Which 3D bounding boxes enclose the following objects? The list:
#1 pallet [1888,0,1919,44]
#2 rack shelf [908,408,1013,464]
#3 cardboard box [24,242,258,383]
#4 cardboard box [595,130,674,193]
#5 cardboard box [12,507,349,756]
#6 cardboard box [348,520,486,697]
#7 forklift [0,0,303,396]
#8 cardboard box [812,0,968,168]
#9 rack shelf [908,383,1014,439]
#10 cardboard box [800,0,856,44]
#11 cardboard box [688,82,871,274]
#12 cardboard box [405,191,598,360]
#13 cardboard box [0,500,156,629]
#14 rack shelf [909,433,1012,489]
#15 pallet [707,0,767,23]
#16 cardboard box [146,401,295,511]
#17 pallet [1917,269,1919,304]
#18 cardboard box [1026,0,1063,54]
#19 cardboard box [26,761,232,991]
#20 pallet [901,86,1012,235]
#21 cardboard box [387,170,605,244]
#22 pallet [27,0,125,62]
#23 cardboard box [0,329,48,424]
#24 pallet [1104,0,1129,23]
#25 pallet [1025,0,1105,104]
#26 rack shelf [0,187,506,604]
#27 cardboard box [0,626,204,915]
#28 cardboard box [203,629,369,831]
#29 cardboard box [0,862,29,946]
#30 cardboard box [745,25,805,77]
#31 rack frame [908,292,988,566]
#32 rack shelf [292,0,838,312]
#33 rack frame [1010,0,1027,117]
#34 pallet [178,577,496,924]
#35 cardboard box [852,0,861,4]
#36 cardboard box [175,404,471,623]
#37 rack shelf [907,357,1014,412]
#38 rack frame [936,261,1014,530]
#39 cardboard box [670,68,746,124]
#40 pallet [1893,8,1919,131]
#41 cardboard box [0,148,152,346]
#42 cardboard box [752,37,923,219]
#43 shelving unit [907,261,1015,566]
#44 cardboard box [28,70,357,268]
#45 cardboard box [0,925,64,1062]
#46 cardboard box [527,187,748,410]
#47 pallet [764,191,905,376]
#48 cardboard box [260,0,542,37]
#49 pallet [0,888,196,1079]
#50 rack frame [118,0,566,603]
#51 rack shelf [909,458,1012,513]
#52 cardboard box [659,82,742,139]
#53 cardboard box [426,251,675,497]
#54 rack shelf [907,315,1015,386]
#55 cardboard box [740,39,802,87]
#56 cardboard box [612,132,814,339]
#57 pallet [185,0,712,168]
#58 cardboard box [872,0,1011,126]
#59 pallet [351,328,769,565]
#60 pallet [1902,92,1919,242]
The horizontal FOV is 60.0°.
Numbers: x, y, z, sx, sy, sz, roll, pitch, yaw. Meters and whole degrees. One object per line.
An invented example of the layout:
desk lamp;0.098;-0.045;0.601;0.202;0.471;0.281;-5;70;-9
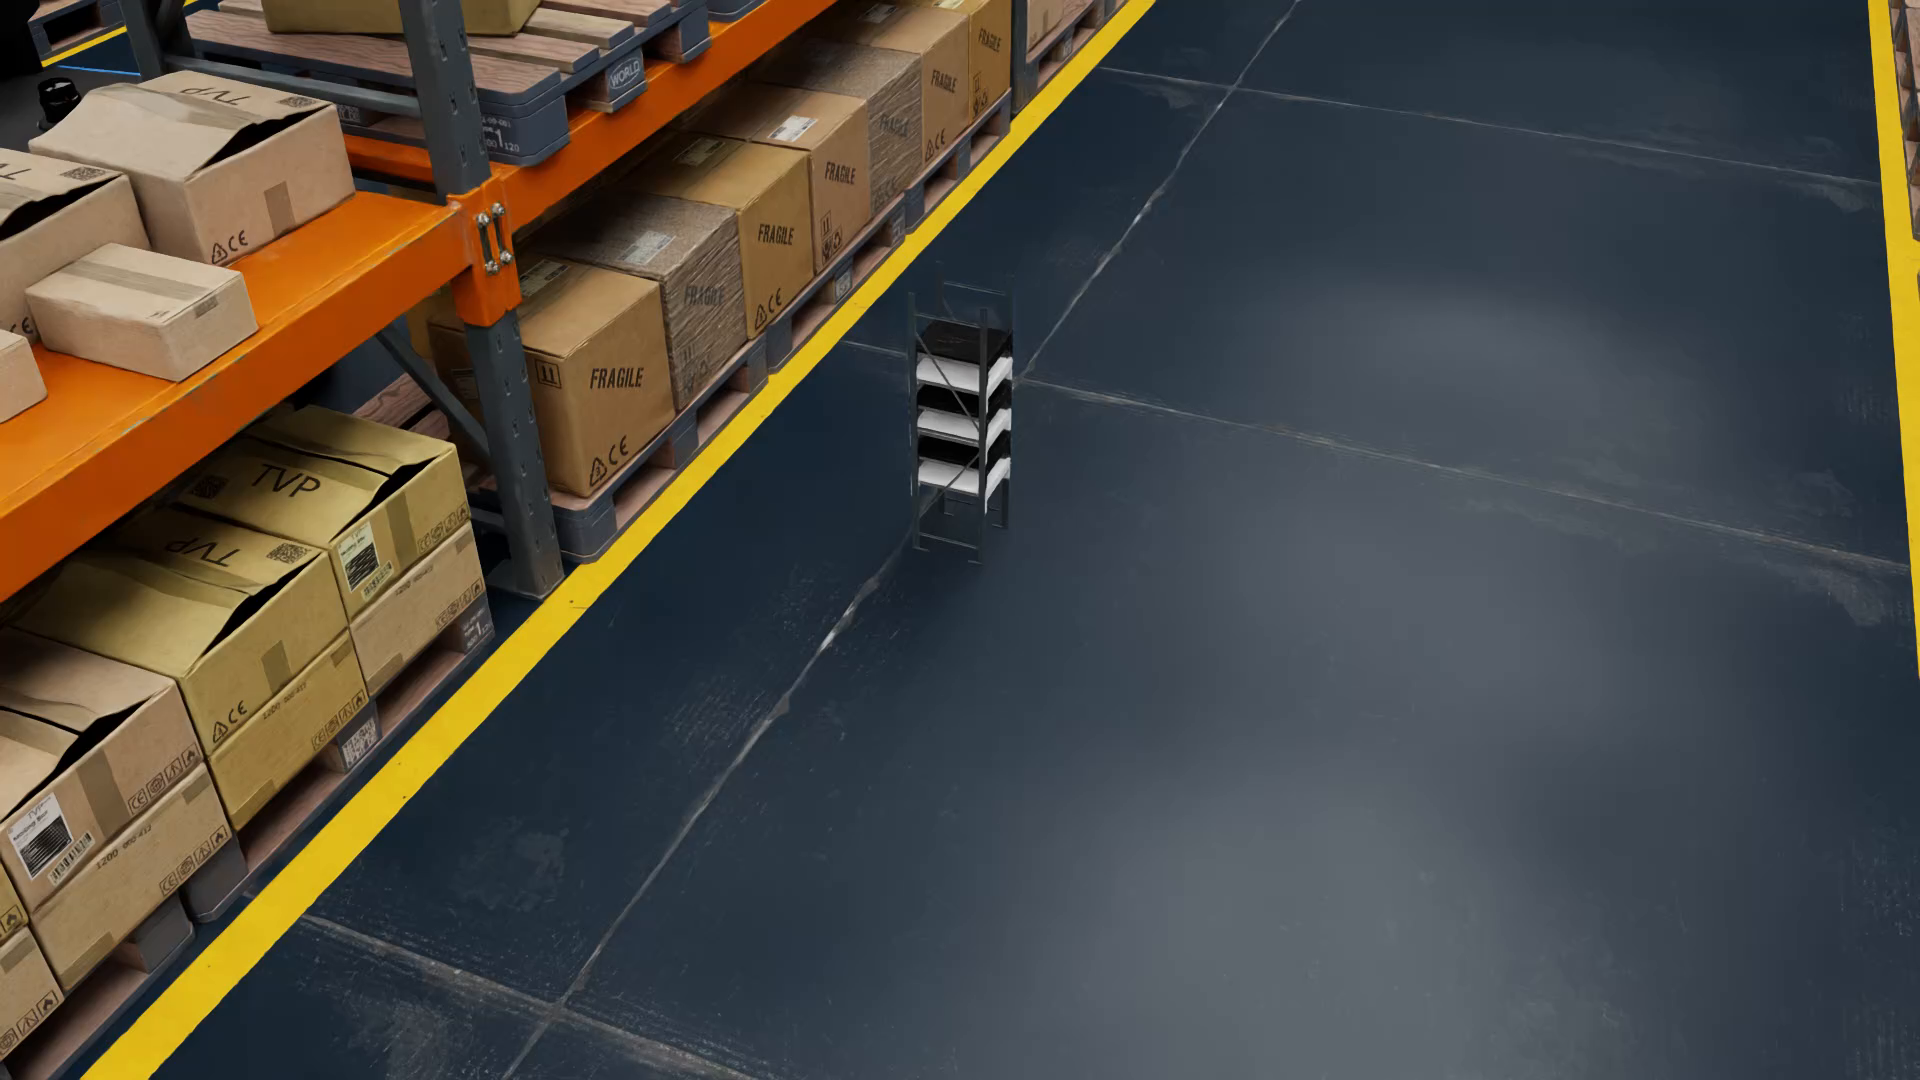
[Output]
pallet;5.582;-2.895;8.947;1.003;0.211;1.213;14;39;18
rack shelf;0.003;-0.338;5.007;0.258;0.077;0.200;14;39;18
cardboard box;-1.779;-0.500;3.623;0.380;0.149;0.250;14;39;18
cardboard box;-1.356;-1.194;6.062;0.500;0.500;0.500;12;39;16
cardboard box;-1.855;0.183;3.978;0.500;0.311;0.500;13;39;17
cardboard box;-1.667;0.119;4.532;0.500;0.250;0.500;15;39;19
forklift;-3.838;-1.741;5.131;3.031;2.935;1.130;8;38;11
cardboard box;-0.289;-1.941;7.061;0.500;0.500;0.500;14;39;18
rack shelf;0.003;-0.410;4.953;0.258;0.077;0.200;14;39;18
cardboard box;-0.772;-2.041;7.195;0.500;0.500;0.500;14;39;18
cardboard box;-0.671;-1.381;6.312;0.500;0.500;0.500;13;39;16
cardboard box;-1.553;-0.907;5.679;0.500;0.500;0.500;15;39;20
cardboard box;-2.355;0.063;4.138;0.500;0.311;0.500;13;39;17
rack shelf;0.003;-0.266;5.060;0.258;0.077;0.200;14;39;18
pallet;-0.956;-2.162;5.797;1.003;0.211;1.213;14;39;18
cardboard box;-2.163;-0.230;4.529;0.500;0.311;0.500;15;39;19
pallet;4.077;-0.711;6.025;1.003;0.211;1.213;14;39;18
cardboard box;0.190;-2.658;8.179;0.500;0.311;0.500;14;39;18
cardboard box;-2.054;0.683;3.777;0.500;0.250;0.500;15;39;19
pallet;-0.445;-1.800;7.482;1.003;0.211;1.213;14;39;18
cardboard box;-1.536;-1.240;5.498;0.500;0.250;0.500;15;39;19
pallet;-4.977;-2.941;9.008;1.003;0.211;1.213;14;39;18
cardboard box;-2.125;-0.342;3.412;0.380;0.149;0.250;17;40;21
pallet;0.555;-3.317;9.511;1.003;0.211;1.213;14;39;18
pallet;0.092;-2.639;8.604;1.003;0.211;1.213;14;39;18
rack shelf;-2.453;0.234;3.032;1.077;0.370;4.000;14;39;18
cardboard box;-2.050;0.461;3.605;0.500;0.311;0.500;14;39;17
cardboard box;-1.860;0.405;4.149;0.500;0.250;0.500;13;39;17
cardboard box;-2.243;0.738;3.234;0.500;0.311;0.500;15;39;19
cardboard box;-0.960;-2.085;6.628;0.500;0.250;0.500;14;39;18
rack frame;-0.036;-0.309;4.911;0.240;0.900;0.006;14;39;18
rack shelf;-0.931;-1.980;5.995;1.077;0.370;4.000;14;39;18
rack frame;-0.170;-3.376;7.261;1.000;3.000;0.127;14;39;18
pallet;-2.041;0.403;4.535;1.003;0.211;1.213;14;39;18
cardboard box;-0.580;-2.339;7.594;0.500;0.500;0.500;12;38;16
cardboard box;-1.664;-0.107;4.365;0.500;0.311;0.500;15;39;19
rack shelf;0.003;-0.482;4.899;0.258;0.077;0.200;14;39;18
rack frame;0.042;-0.421;5.062;0.240;0.900;0.006;14;39;18
cardboard box;-1.150;-1.807;6.257;0.500;0.250;0.500;13;39;17
pallet;5.116;-2.222;8.047;1.003;0.211;1.213;14;39;18
cardboard box;-2.212;-0.674;3.721;0.500;0.311;0.500;13;39;17
cardboard box;-0.480;-1.663;6.690;0.500;0.500;0.500;14;39;18
shelving unit;0.003;-0.365;4.987;0.258;0.900;0.210;14;39;18
cardboard box;-1.871;-0.934;4.069;0.500;0.311;0.500;16;40;21
cardboard box;-2.247;0.968;3.395;0.500;0.250;0.500;15;39;19
cardboard box;-1.061;-0.814;5.554;0.500;0.500;0.500;12;39;16
pallet;-0.907;-1.122;6.575;1.003;0.211;1.213;14;39;18
cardboard box;-1.557;-1.744;4.643;0.700;0.500;0.500;2;37;2
pallet;-2.507;1.076;3.634;1.003;0.211;1.213;14;39;18
rack frame;-1.692;-1.161;4.298;1.000;3.000;0.127;14;39;18
rack shelf;0.003;-0.194;5.114;0.258;0.077;0.200;14;39;18
cardboard box;-1.162;-1.486;6.453;0.500;0.500;0.500;12;39;16
cardboard box;-1.255;-0.523;5.165;0.500;0.500;0.500;15;39;20
rack shelf;0.003;-0.554;4.845;0.258;0.077;0.200;14;39;18
cardboard box;-0.969;-1.766;6.827;0.500;0.500;0.500;14;39;18
cardboard box;-0.865;-1.091;5.924;0.500;0.500;0.500;13;39;17
pallet;-1.499;-1.476;4.879;1.213;0.211;1.003;14;39;18
cardboard box;-0.093;-2.212;7.425;0.500;0.500;0.500;14;39;17
pallet;-1.373;-0.449;5.674;1.003;0.211;1.213;14;39;18
pallet;4.653;-1.544;7.140;1.003;0.211;1.213;14;39;18
